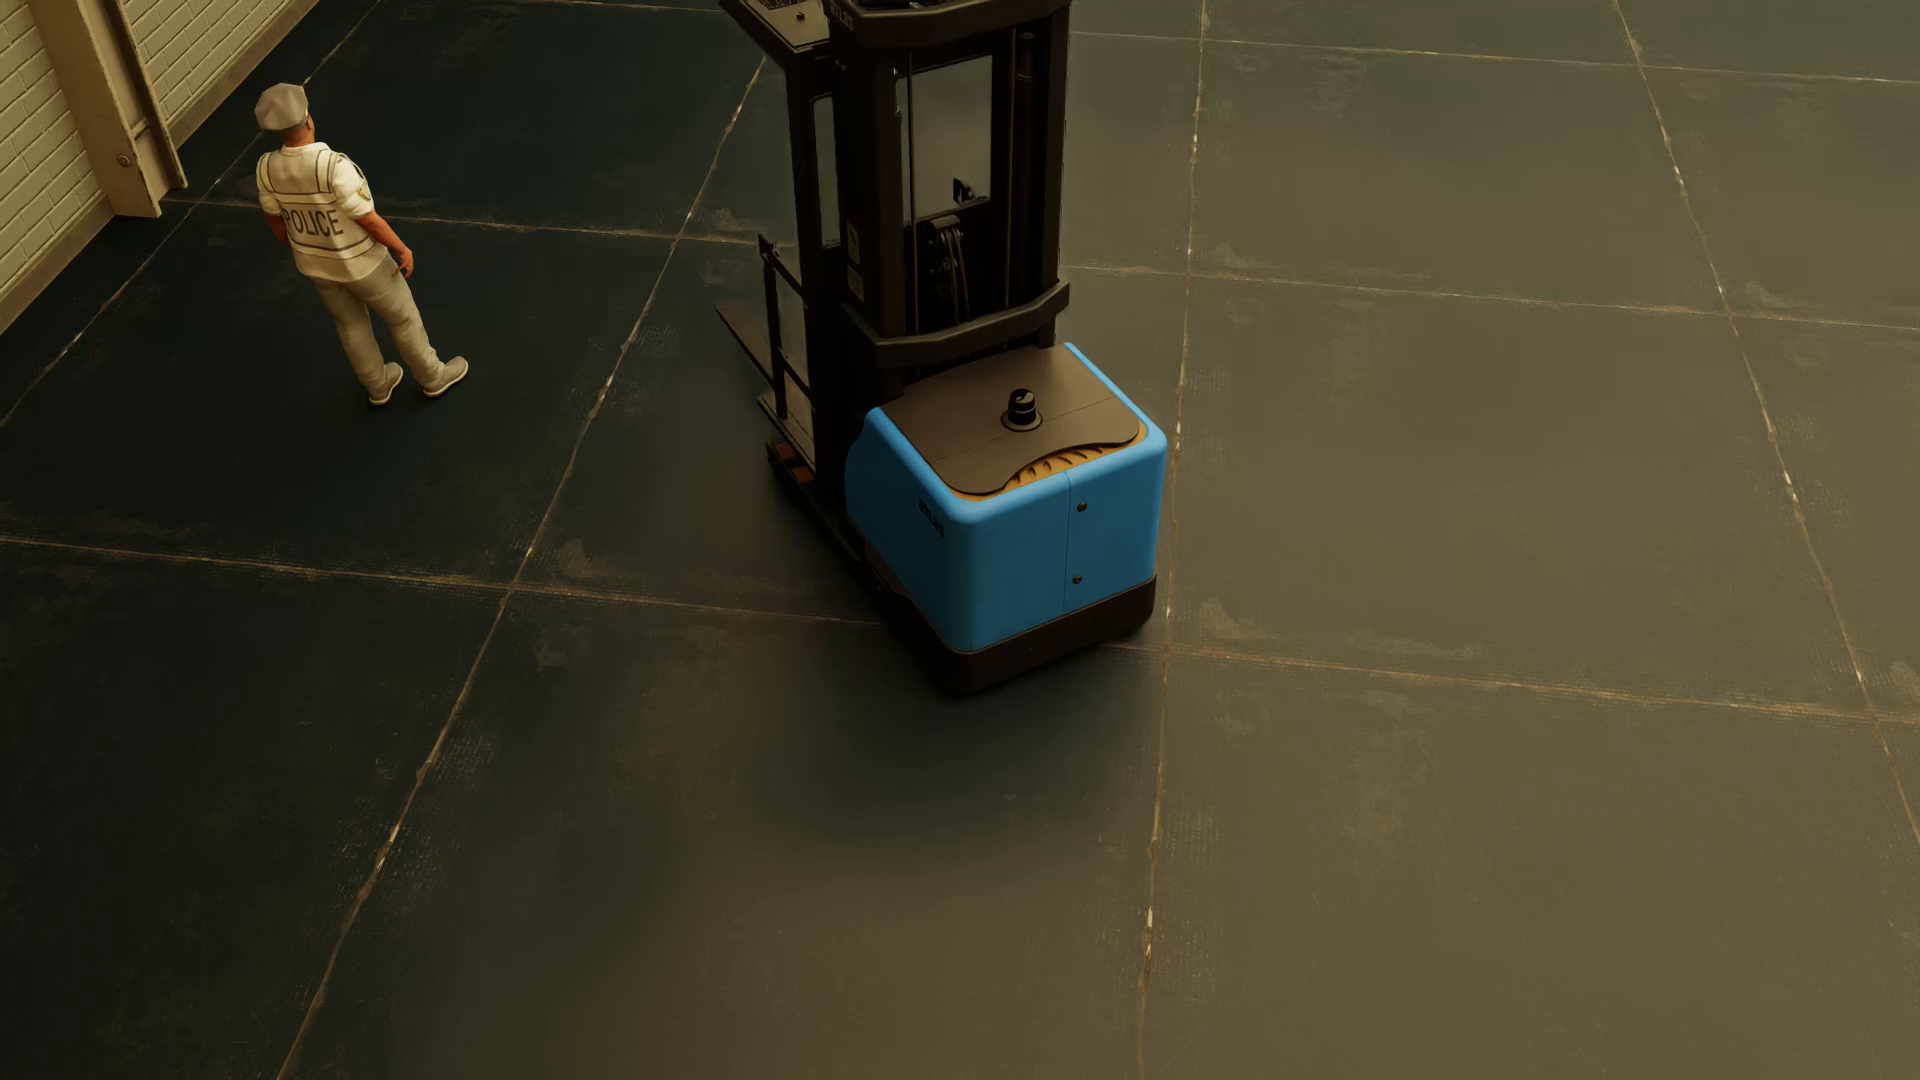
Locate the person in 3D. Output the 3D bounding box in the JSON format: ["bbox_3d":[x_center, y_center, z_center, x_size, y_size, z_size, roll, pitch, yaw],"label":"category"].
[{"bbox_3d":[-2.967,-1.441,8.132,0.638,1.780,0.576,7,43,8],"label":"person"}]

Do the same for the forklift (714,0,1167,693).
[{"bbox_3d":[-0.294,-1.417,7.267,1.130,2.935,3.031,-21,46,-21],"label":"forklift"}]
